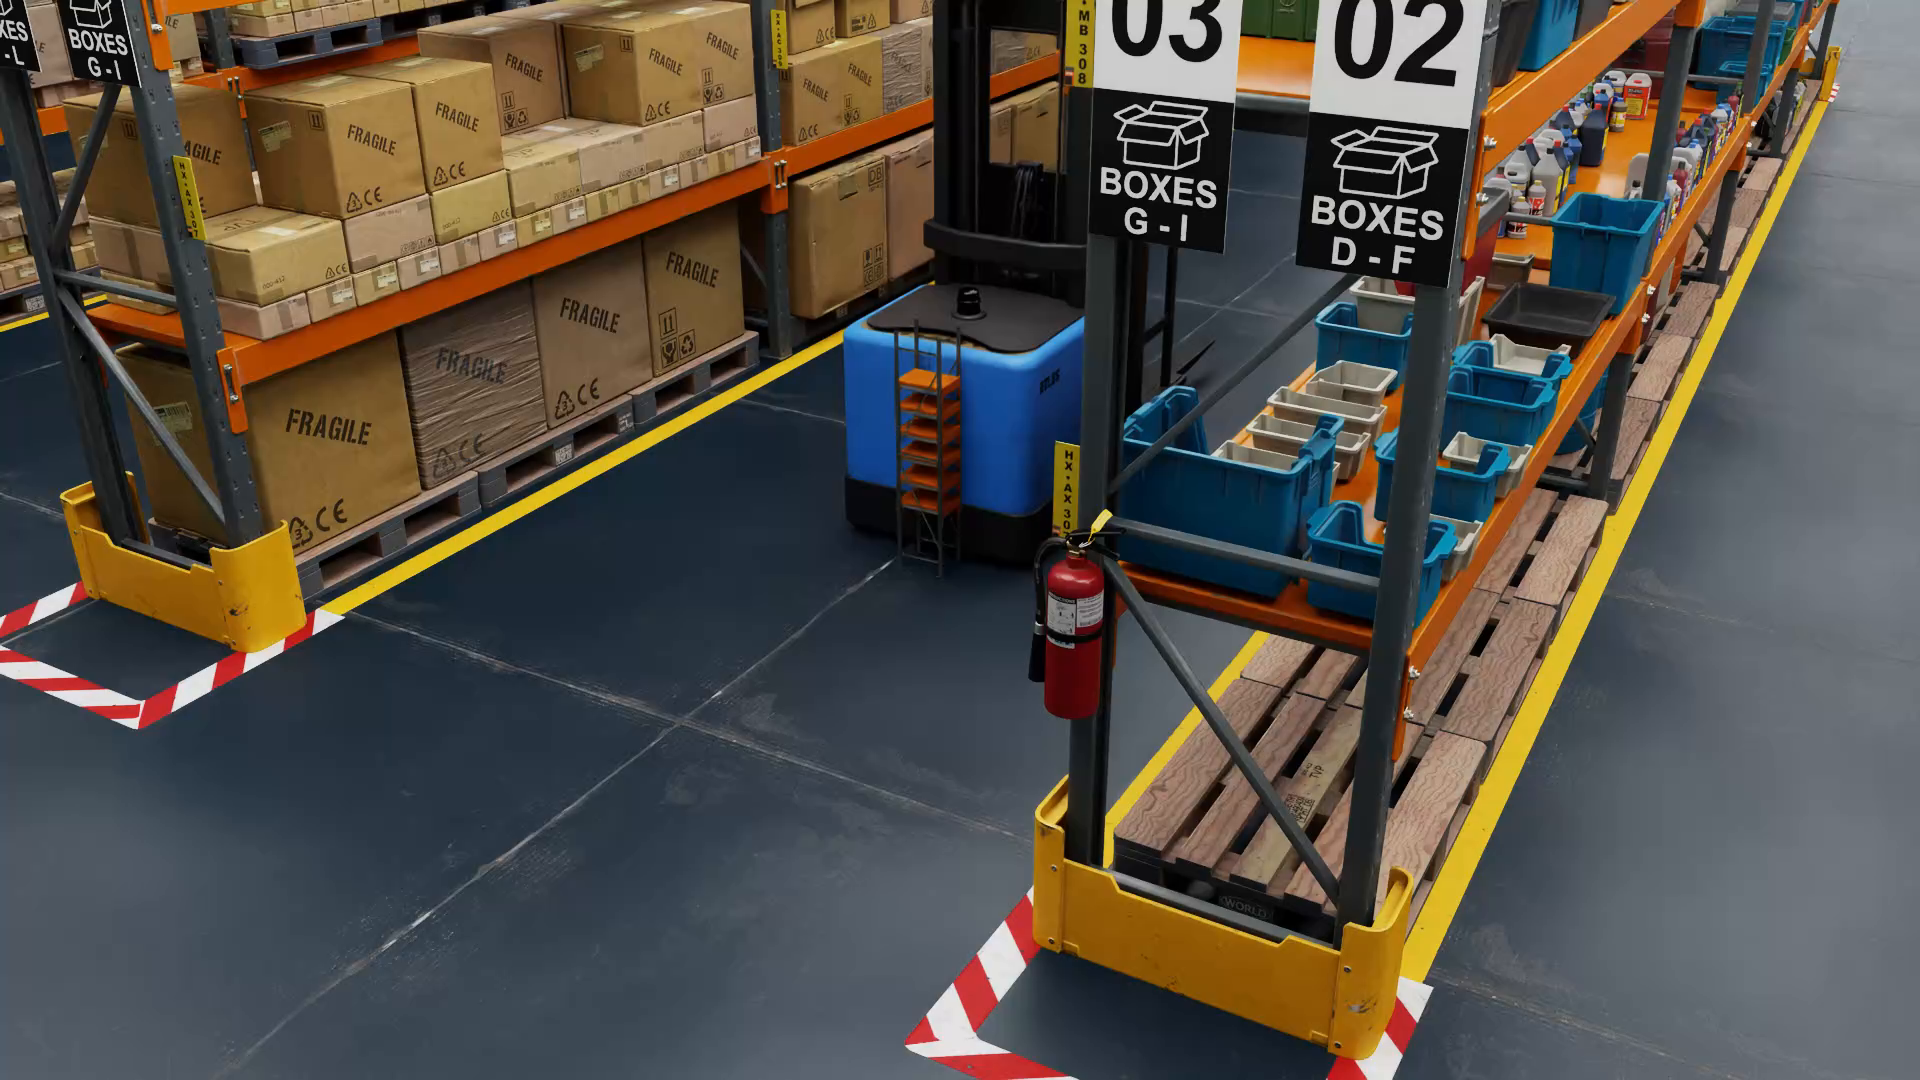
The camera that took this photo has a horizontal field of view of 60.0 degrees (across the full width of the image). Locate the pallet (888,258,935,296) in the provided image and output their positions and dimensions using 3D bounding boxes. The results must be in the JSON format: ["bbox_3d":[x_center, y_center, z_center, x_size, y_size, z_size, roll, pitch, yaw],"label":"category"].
[{"bbox_3d":[-0.618,-2.147,12.303,1.003,0.211,1.213,14,30,26],"label":"pallet"}]

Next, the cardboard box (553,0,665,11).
[{"bbox_3d":[-1.989,-2.870,9.630,0.500,0.500,0.500,14,30,26],"label":"cardboard box"}]

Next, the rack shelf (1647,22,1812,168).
[{"bbox_3d":[5.733,-3.525,12.744,1.077,0.370,4.000,14,30,26],"label":"rack shelf"}]

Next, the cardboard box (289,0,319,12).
[{"bbox_3d":[-5.080,-4.093,12.554,0.380,0.149,0.250,14,30,25],"label":"cardboard box"}]

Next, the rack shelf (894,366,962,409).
[{"bbox_3d":[-0.146,-0.696,7.595,0.258,0.103,0.180,13,30,25],"label":"rack shelf"}]

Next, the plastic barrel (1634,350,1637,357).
[{"bbox_3d":[3.768,-1.268,9.743,0.421,0.512,0.421,0,27,0],"label":"plastic barrel"}]

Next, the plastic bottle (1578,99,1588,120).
[{"bbox_3d":[3.767,-2.551,10.139,0.097,0.271,0.097,0,27,0],"label":"plastic bottle"}]

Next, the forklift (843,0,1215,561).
[{"bbox_3d":[0.567,-1.836,8.643,1.130,2.935,3.031,13,30,25],"label":"forklift"}]

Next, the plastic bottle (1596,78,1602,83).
[{"bbox_3d":[4.053,-2.800,10.622,0.061,0.283,0.133,14,30,26],"label":"plastic bottle"}]

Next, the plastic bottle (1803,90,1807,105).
[{"bbox_3d":[8.163,-4.318,16.160,0.097,0.201,0.097,0,27,0],"label":"plastic bottle"}]

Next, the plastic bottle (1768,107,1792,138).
[{"bbox_3d":[7.390,-3.765,14.971,0.152,0.276,0.135,15,30,28],"label":"plastic bottle"}]

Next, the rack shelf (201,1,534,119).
[{"bbox_3d":[-4.816,-4.188,14.070,1.077,0.370,4.000,14,30,26],"label":"rack shelf"}]

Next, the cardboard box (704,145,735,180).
[{"bbox_3d":[-1.522,-2.195,9.565,0.380,0.149,0.250,15,30,27],"label":"cardboard box"}]

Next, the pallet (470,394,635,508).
[{"bbox_3d":[-2.572,-0.596,9.204,1.003,0.211,1.213,14,30,26],"label":"pallet"}]

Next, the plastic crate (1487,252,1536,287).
[{"bbox_3d":[2.428,-1.267,7.658,0.396,0.136,0.243,14,30,26],"label":"plastic crate"}]

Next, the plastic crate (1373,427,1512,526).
[{"bbox_3d":[1.545,-0.182,5.382,0.416,0.233,0.300,14,30,26],"label":"plastic crate"}]

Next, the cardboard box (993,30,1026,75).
[{"bbox_3d":[0.159,-3.763,12.304,0.500,0.500,0.500,14,30,26],"label":"cardboard box"}]

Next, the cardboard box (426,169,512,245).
[{"bbox_3d":[-2.527,-1.633,7.996,0.500,0.250,0.500,13,29,24],"label":"cardboard box"}]

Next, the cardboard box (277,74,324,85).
[{"bbox_3d":[-5.389,-3.679,13.735,0.500,0.250,0.500,16,31,28],"label":"cardboard box"}]

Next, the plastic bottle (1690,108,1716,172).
[{"bbox_3d":[4.245,-2.295,9.539,0.144,0.351,0.185,14,30,26],"label":"plastic bottle"}]

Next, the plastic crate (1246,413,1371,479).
[{"bbox_3d":[1.212,-0.326,5.777,0.396,0.136,0.243,14,30,26],"label":"plastic crate"}]

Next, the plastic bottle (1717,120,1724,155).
[{"bbox_3d":[4.496,-2.406,9.928,0.097,0.201,0.097,0,27,0],"label":"plastic bottle"}]

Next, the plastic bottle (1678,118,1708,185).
[{"bbox_3d":[4.088,-2.171,9.292,0.144,0.351,0.185,14,30,26],"label":"plastic bottle"}]

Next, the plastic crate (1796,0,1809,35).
[{"bbox_3d":[6.745,-4.399,13.615,0.402,0.464,0.583,14,30,26],"label":"plastic crate"}]

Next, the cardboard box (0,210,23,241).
[{"bbox_3d":[-6.543,-2.116,11.178,0.380,0.149,0.250,14,30,26],"label":"cardboard box"}]

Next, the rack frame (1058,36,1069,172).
[{"bbox_3d":[0.437,-4.158,13.205,1.000,3.000,0.127,14,30,26],"label":"rack frame"}]

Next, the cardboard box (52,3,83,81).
[{"bbox_3d":[-6.048,-3.456,11.358,0.500,0.500,0.500,13,30,25],"label":"cardboard box"}]

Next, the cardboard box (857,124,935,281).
[{"bbox_3d":[-0.795,-2.439,11.676,1.225,0.875,0.875,13,29,24],"label":"cardboard box"}]

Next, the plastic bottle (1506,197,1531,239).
[{"bbox_3d":[2.811,-1.624,8.365,0.097,0.201,0.097,0,27,0],"label":"plastic bottle"}]

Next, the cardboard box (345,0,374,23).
[{"bbox_3d":[-4.823,-4.162,13.025,0.380,0.149,0.250,15,30,27],"label":"cardboard box"}]

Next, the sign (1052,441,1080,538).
[{"bbox_3d":[0.327,-0.137,4.991,0.100,0.325,0.005,14,30,26],"label":"sign"}]

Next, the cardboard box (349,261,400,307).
[{"bbox_3d":[-2.786,-1.194,7.564,0.380,0.149,0.250,13,30,25],"label":"cardboard box"}]

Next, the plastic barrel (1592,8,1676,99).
[{"bbox_3d":[4.713,-3.376,11.490,0.600,0.536,0.708,14,30,26],"label":"plastic barrel"}]

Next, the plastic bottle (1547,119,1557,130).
[{"bbox_3d":[3.376,-2.263,9.550,0.061,0.283,0.133,14,30,26],"label":"plastic bottle"}]

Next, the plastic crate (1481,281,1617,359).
[{"bbox_3d":[2.464,-0.917,6.971,0.437,0.125,0.590,14,30,26],"label":"plastic crate"}]

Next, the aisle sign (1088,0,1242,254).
[{"bbox_3d":[0.523,-1.148,4.289,0.394,0.787,0.004,14,30,26],"label":"aisle sign"}]

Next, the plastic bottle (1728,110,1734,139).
[{"bbox_3d":[4.735,-2.596,10.307,0.097,0.201,0.097,0,27,0],"label":"plastic bottle"}]

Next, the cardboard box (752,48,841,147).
[{"bbox_3d":[-1.087,-2.768,10.317,0.500,0.500,0.500,14,30,26],"label":"cardboard box"}]

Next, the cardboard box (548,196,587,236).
[{"bbox_3d":[-2.154,-1.696,8.567,0.380,0.149,0.250,15,30,27],"label":"cardboard box"}]

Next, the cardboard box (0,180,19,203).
[{"bbox_3d":[-6.723,-2.429,11.803,0.380,0.149,0.250,15,30,27],"label":"cardboard box"}]

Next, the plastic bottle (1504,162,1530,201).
[{"bbox_3d":[2.873,-1.820,8.673,0.152,0.276,0.135,14,30,26],"label":"plastic bottle"}]

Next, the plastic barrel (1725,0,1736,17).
[{"bbox_3d":[6.055,-4.362,13.462,0.433,0.535,0.433,0,27,0],"label":"plastic barrel"}]

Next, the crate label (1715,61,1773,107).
[{"bbox_3d":[5.283,-3.074,11.227,0.303,0.233,0.416,14,30,26],"label":"crate label"}]

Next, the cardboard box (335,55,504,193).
[{"bbox_3d":[-2.532,-1.967,7.826,0.500,0.500,0.500,13,30,25],"label":"cardboard box"}]

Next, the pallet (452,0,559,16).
[{"bbox_3d":[-4.090,-4.903,14.907,1.213,0.211,1.003,14,30,26],"label":"pallet"}]

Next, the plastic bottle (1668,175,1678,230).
[{"bbox_3d":[3.602,-1.729,8.497,0.097,0.271,0.097,0,27,0],"label":"plastic bottle"}]

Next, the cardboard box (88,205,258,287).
[{"bbox_3d":[-3.491,-1.353,7.438,0.500,0.250,0.500,14,30,25],"label":"cardboard box"}]

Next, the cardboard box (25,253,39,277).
[{"bbox_3d":[-6.392,-1.926,11.461,0.380,0.149,0.250,15,30,27],"label":"cardboard box"}]

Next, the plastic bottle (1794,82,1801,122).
[{"bbox_3d":[7.777,-4.101,15.559,0.144,0.351,0.185,14,30,26],"label":"plastic bottle"}]

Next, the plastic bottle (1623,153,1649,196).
[{"bbox_3d":[3.664,-1.944,8.921,0.152,0.276,0.135,14,30,26],"label":"plastic bottle"}]

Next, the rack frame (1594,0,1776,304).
[{"bbox_3d":[4.749,-3.067,11.026,1.000,3.000,0.127,14,30,26],"label":"rack frame"}]

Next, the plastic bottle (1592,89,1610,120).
[{"bbox_3d":[3.999,-2.679,10.395,0.097,0.271,0.097,0,27,0],"label":"plastic bottle"}]

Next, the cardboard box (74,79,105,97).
[{"bbox_3d":[-6.138,-3.155,11.482,0.380,0.149,0.250,13,30,25],"label":"cardboard box"}]

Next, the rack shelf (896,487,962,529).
[{"bbox_3d":[-0.146,-0.159,7.864,0.258,0.103,0.180,13,30,25],"label":"rack shelf"}]

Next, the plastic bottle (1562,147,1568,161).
[{"bbox_3d":[3.239,-1.994,9.027,0.097,0.271,0.097,0,27,0],"label":"plastic bottle"}]

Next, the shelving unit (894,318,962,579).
[{"bbox_3d":[-0.146,-0.414,7.736,0.258,1.200,0.189,13,30,25],"label":"shelving unit"}]

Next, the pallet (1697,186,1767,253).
[{"bbox_3d":[5.765,-2.587,13.183,1.003,0.211,1.213,14,30,26],"label":"pallet"}]
